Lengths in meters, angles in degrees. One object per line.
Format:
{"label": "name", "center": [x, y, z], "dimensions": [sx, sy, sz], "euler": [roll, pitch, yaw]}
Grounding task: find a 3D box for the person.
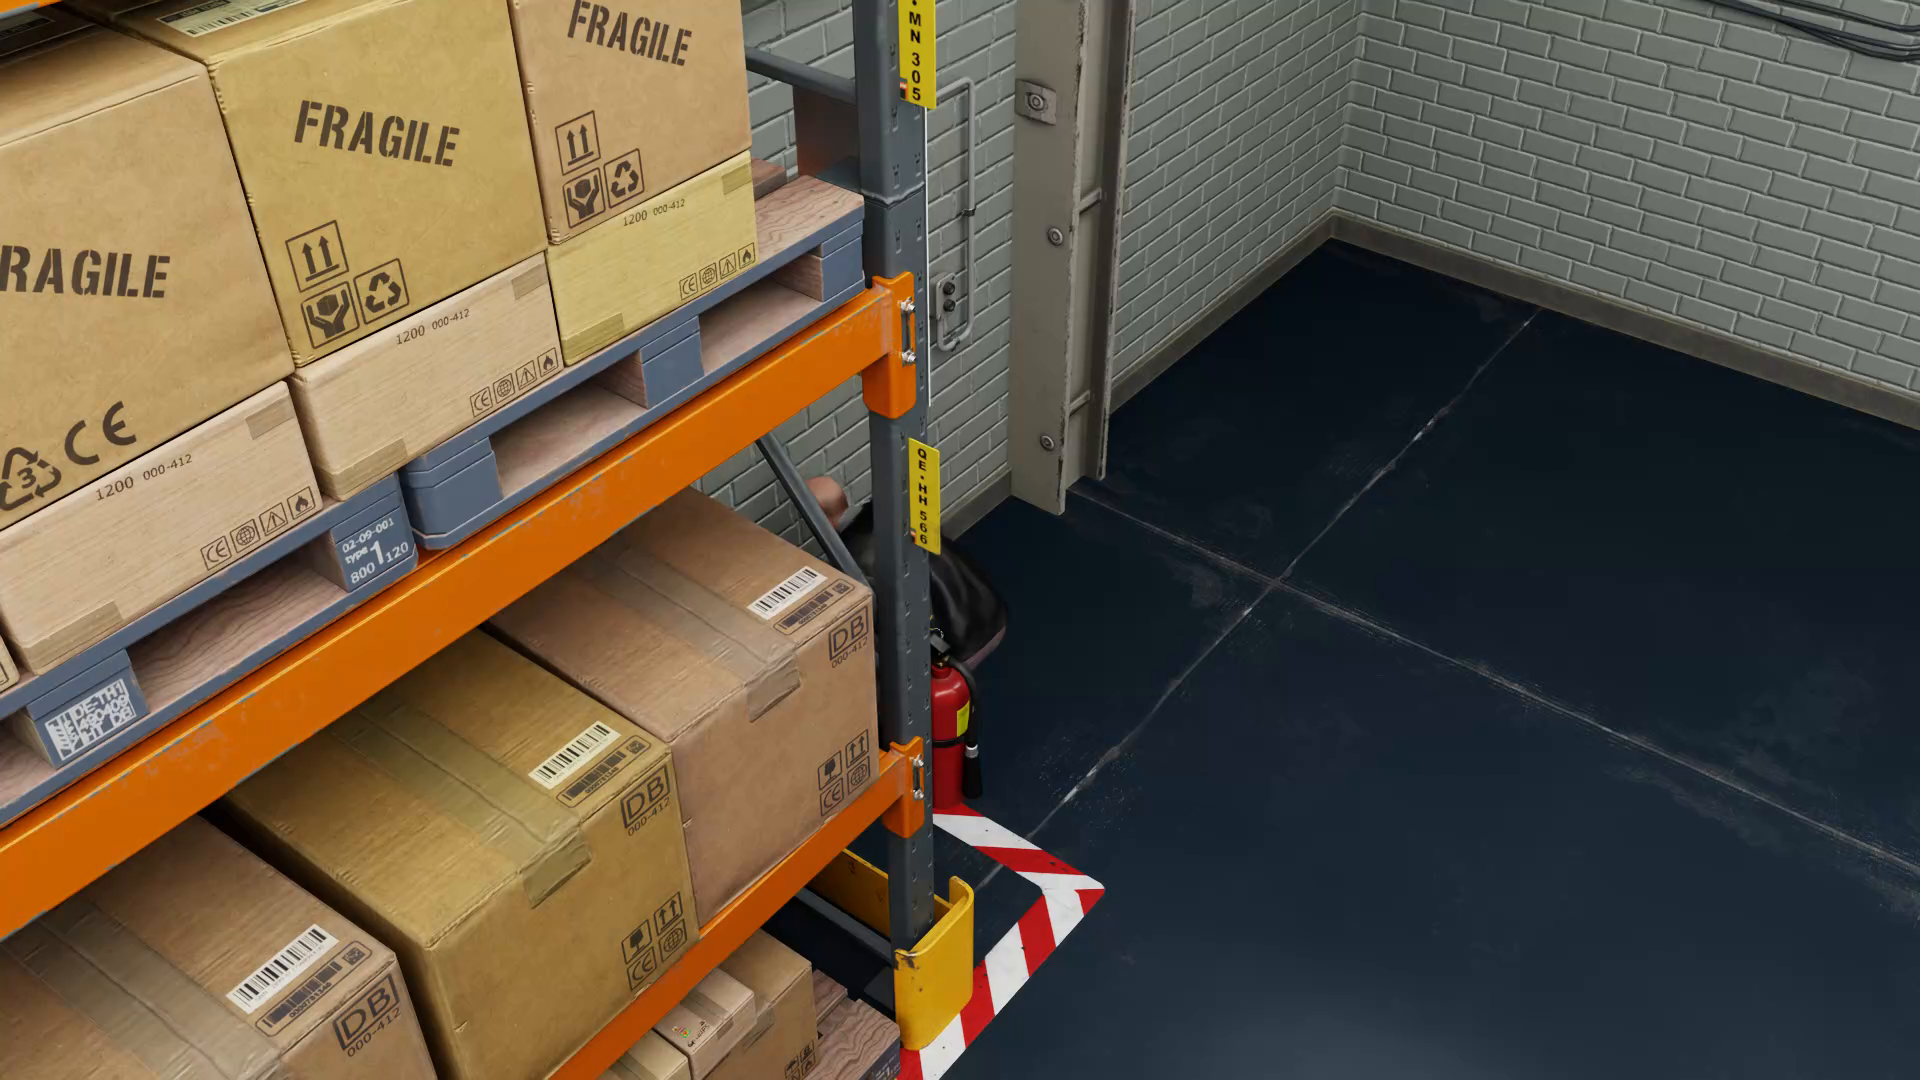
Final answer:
{"label": "person", "center": [-0.246, 0.335, 6.333], "dimensions": [0.831, 1.003, 0.558], "euler": [24, 44, 27]}
